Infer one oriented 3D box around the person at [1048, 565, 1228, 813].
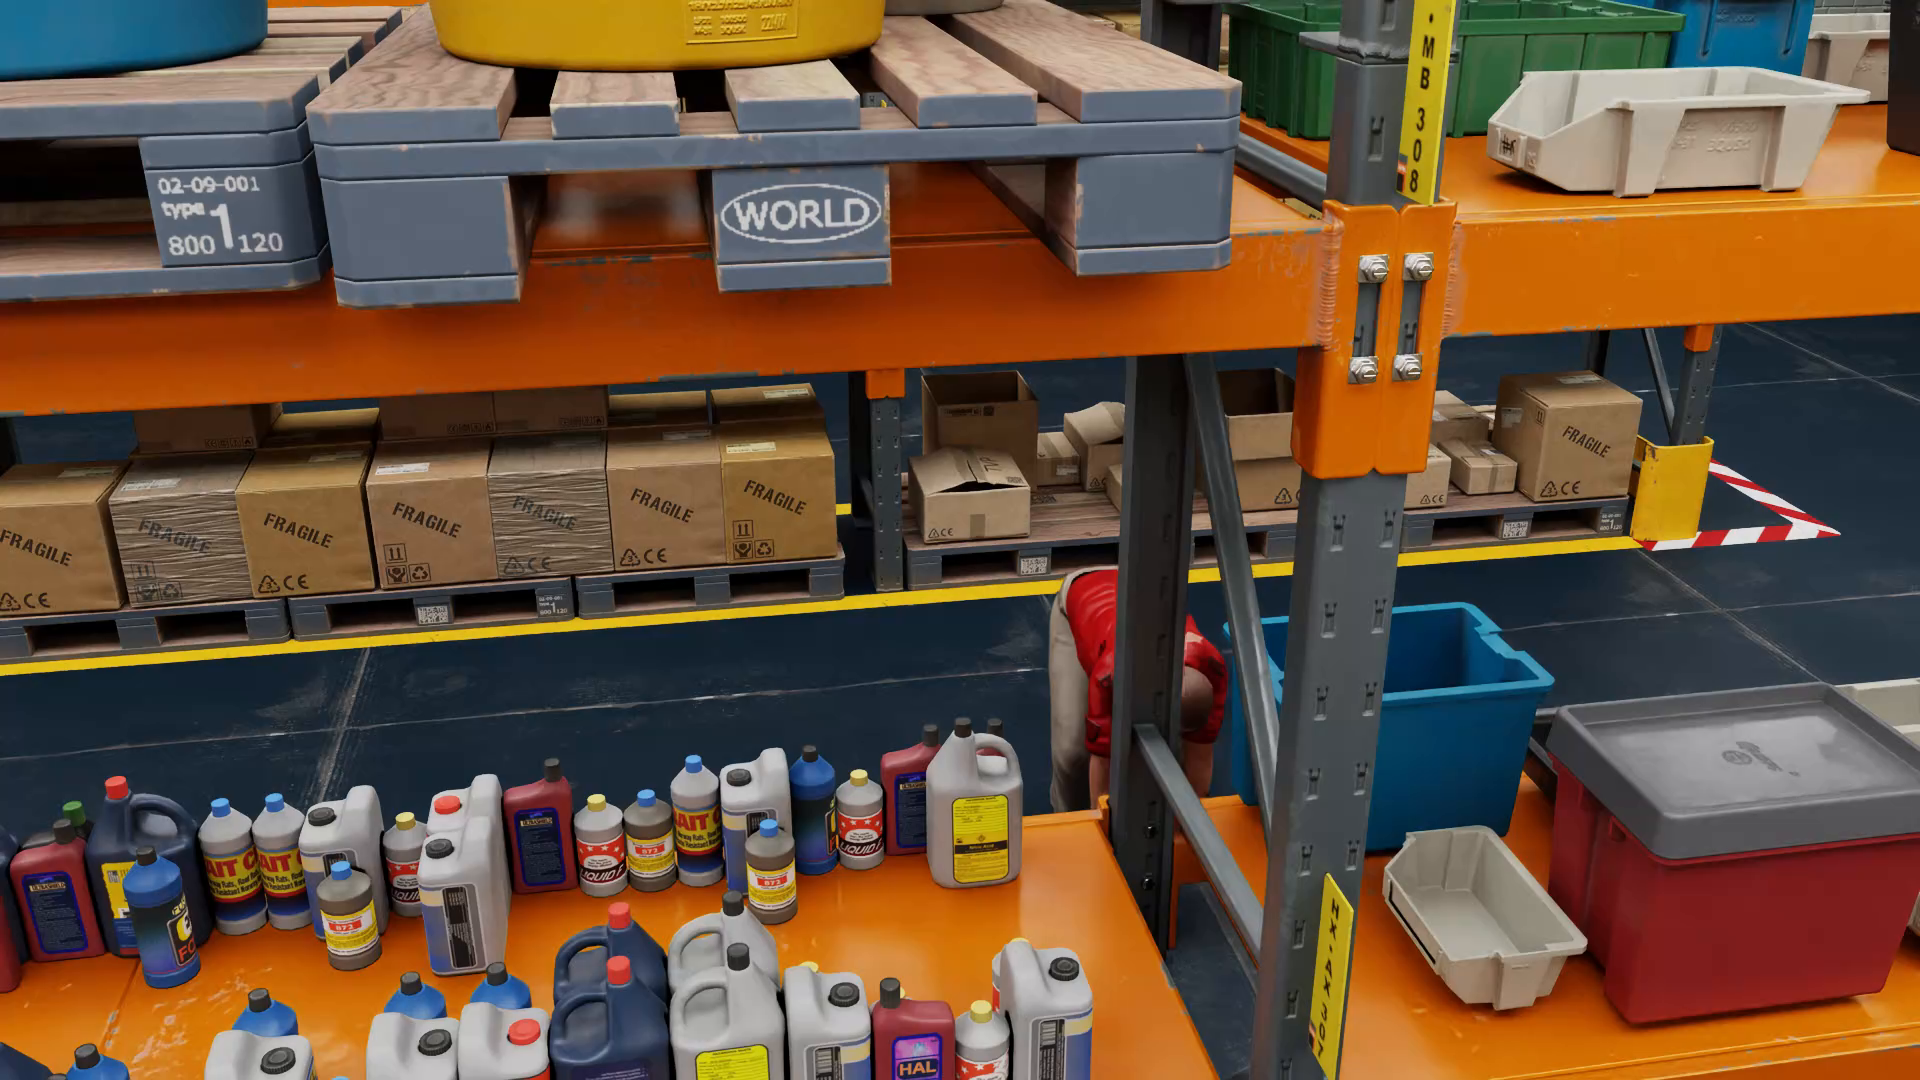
[{"bbox_3d":[0.580,0.668,5.424,0.508,1.049,0.963,-5,24,-12],"label":"person"}]
